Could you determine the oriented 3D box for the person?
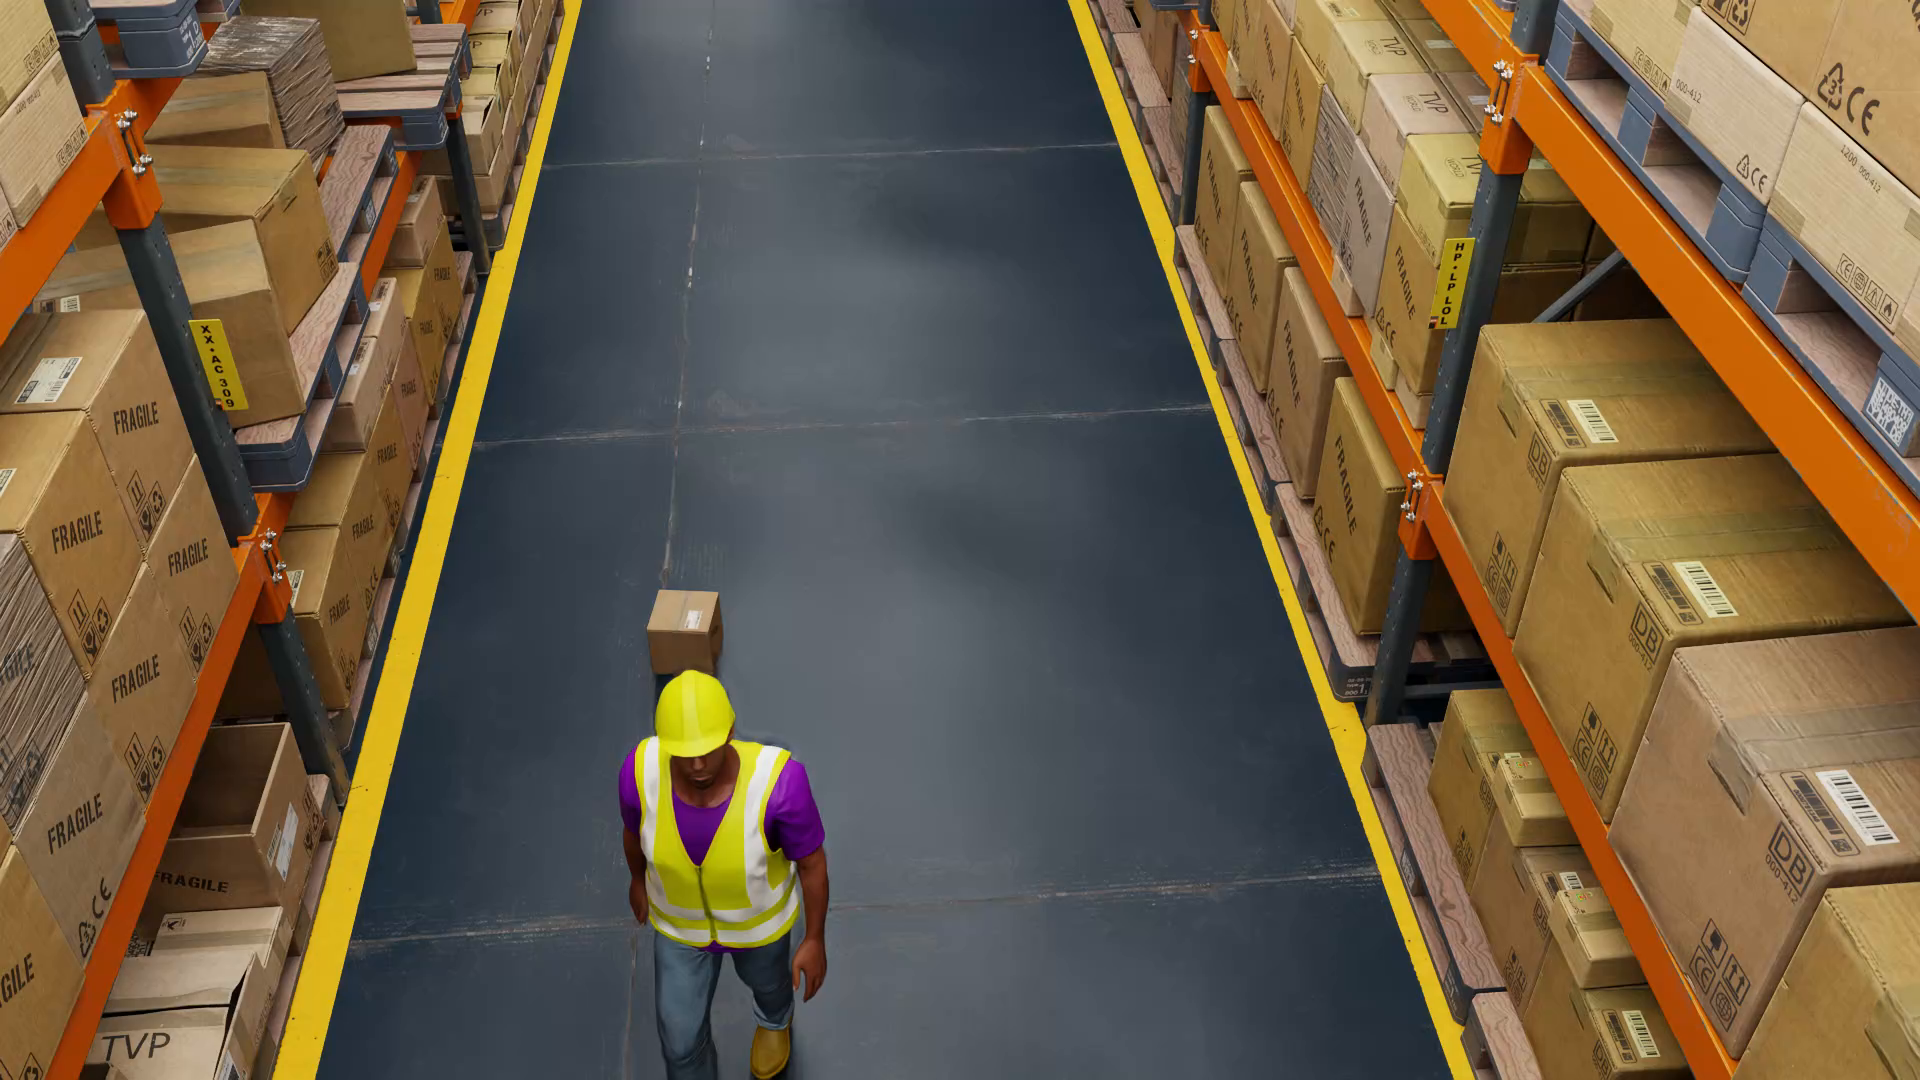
[{"bbox_3d":[-0.678,1.125,4.748,0.624,1.799,0.762,1,39,2],"label":"person"}]
